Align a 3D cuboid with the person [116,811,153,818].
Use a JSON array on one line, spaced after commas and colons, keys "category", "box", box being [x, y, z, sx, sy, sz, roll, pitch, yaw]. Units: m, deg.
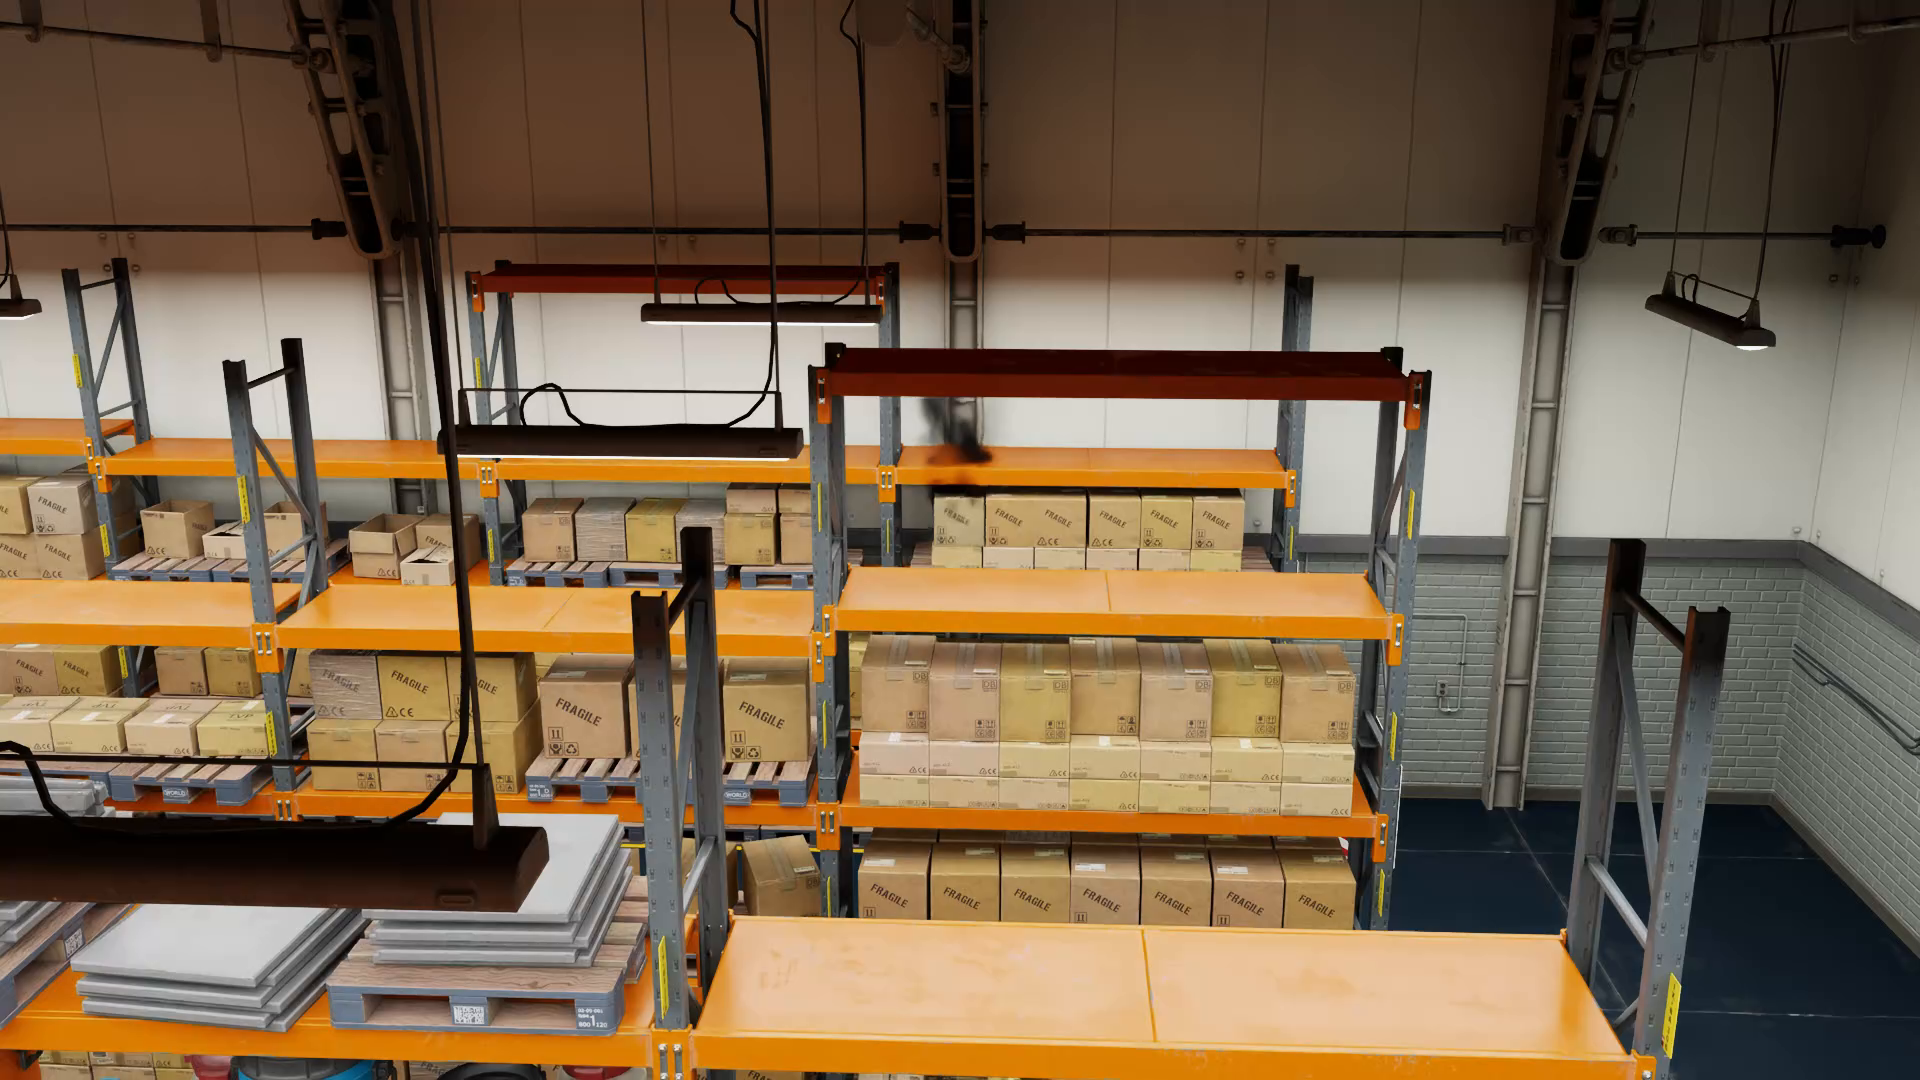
[{"category": "person", "box": [-7.686, 2.985, 15.105, 0.816, 1.821, 0.667, 0, 16, 1]}]
